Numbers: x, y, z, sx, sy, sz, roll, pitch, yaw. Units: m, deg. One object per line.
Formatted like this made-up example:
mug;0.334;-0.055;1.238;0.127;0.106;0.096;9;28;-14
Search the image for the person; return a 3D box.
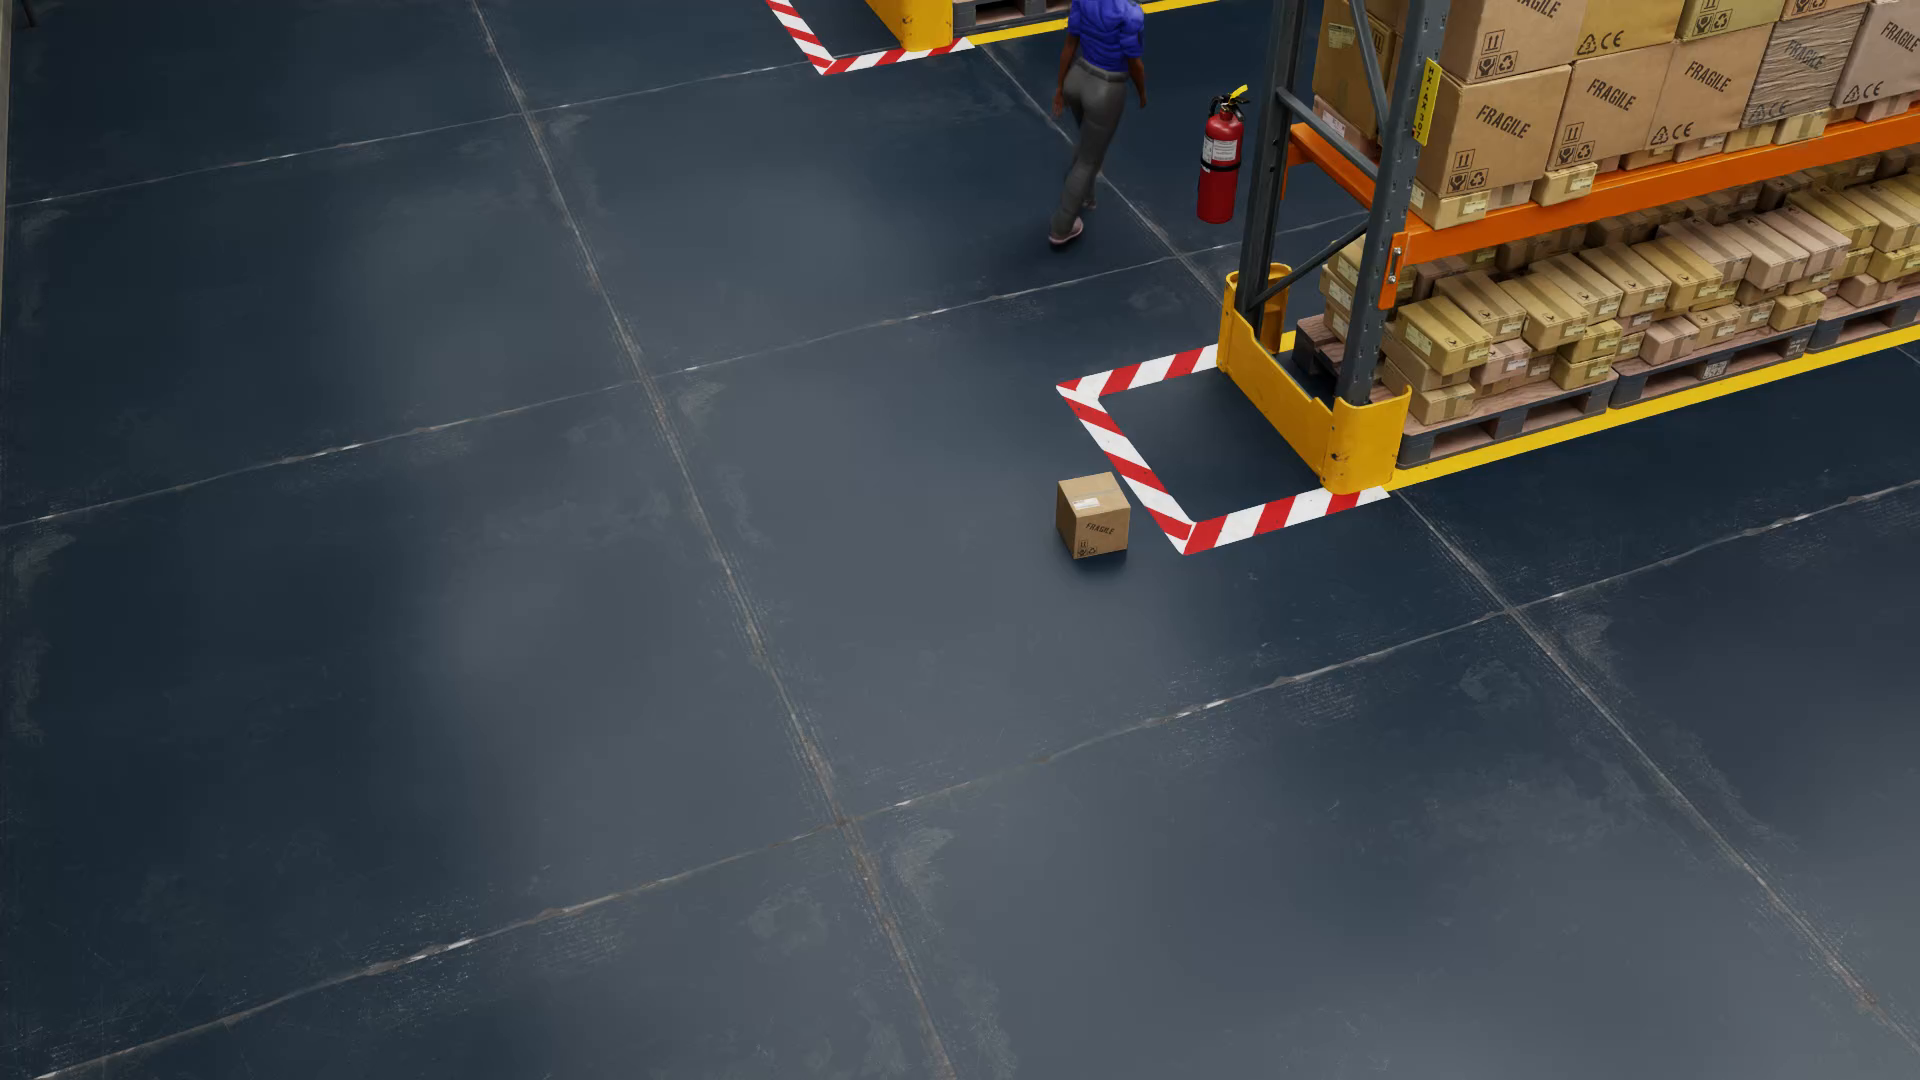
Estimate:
person;0.715;-2.328;8.768;0.598;1.706;0.534;-32;51;-31
